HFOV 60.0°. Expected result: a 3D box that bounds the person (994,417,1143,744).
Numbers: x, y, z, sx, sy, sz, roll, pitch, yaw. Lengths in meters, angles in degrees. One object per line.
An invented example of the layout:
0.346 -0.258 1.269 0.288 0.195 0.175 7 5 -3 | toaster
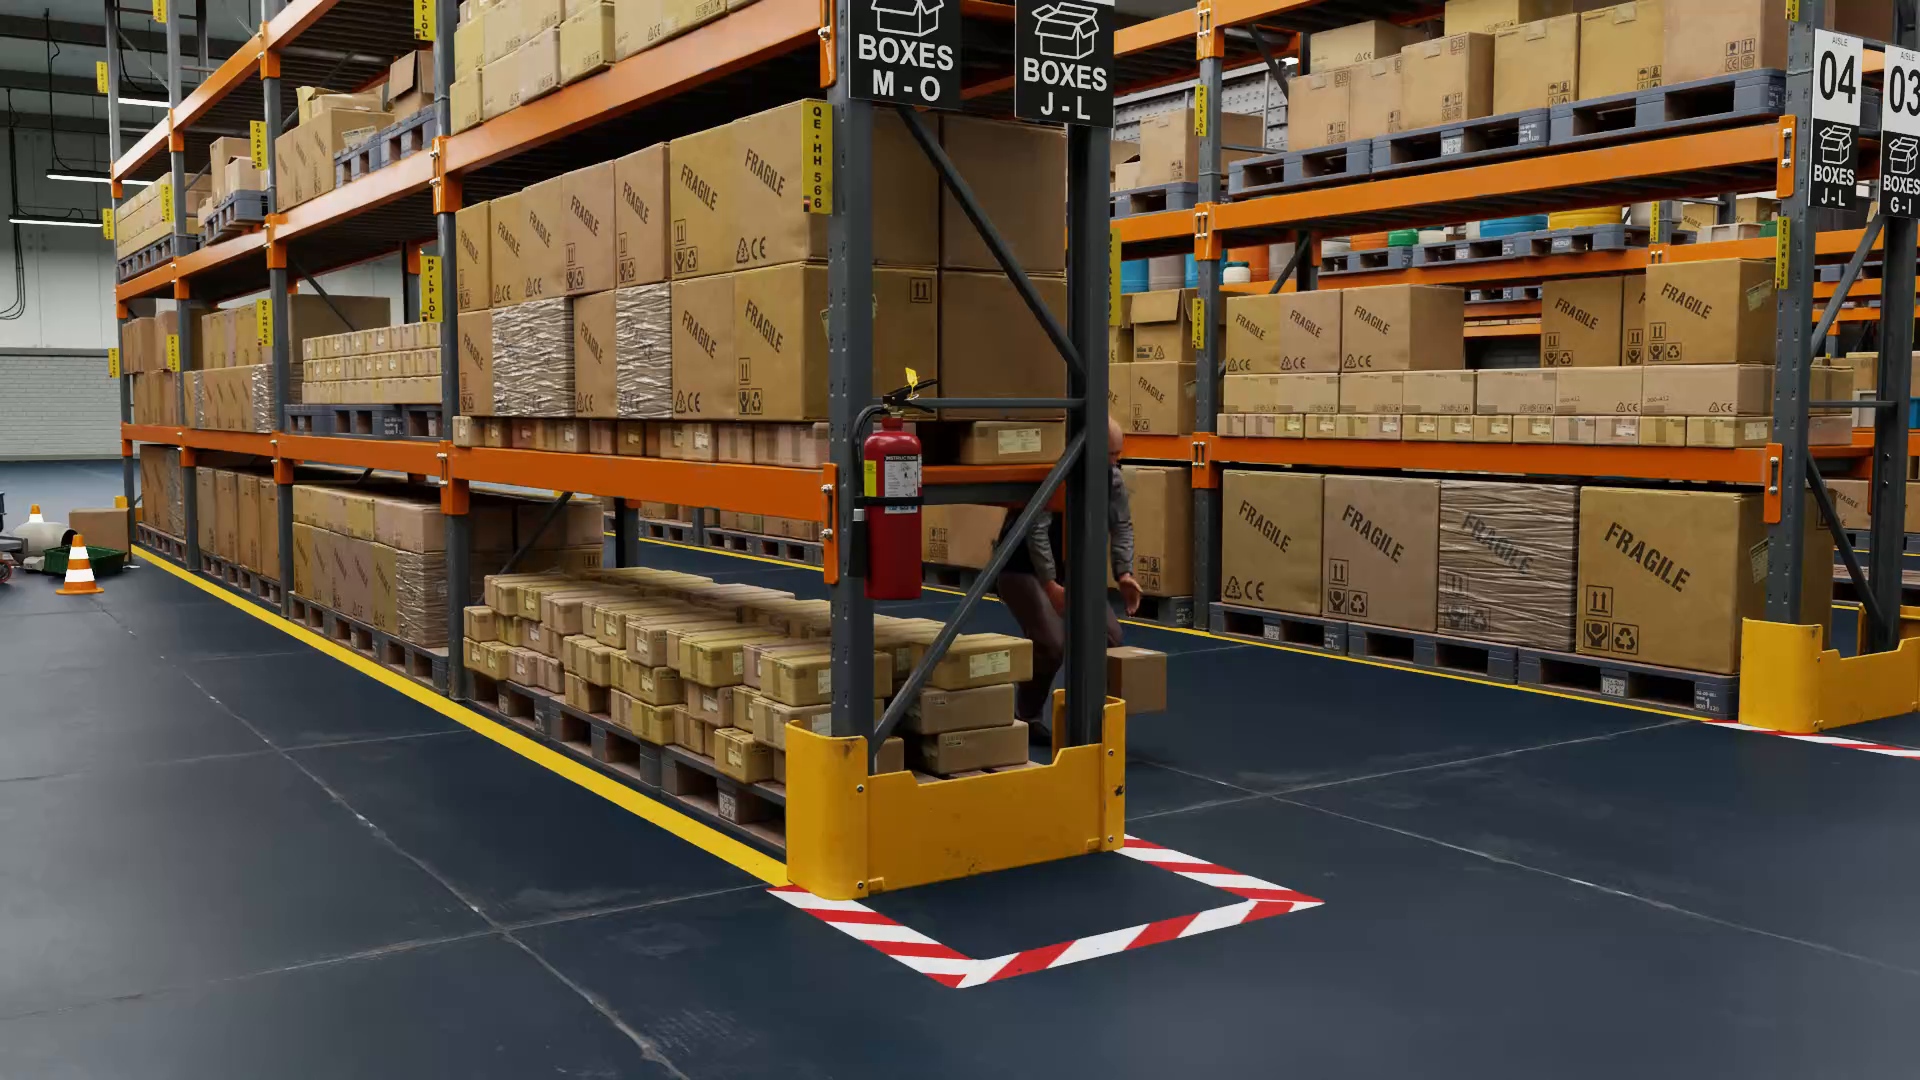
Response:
0.486 0.173 7.488 0.590 1.462 0.669 -3 6 -33 | person
